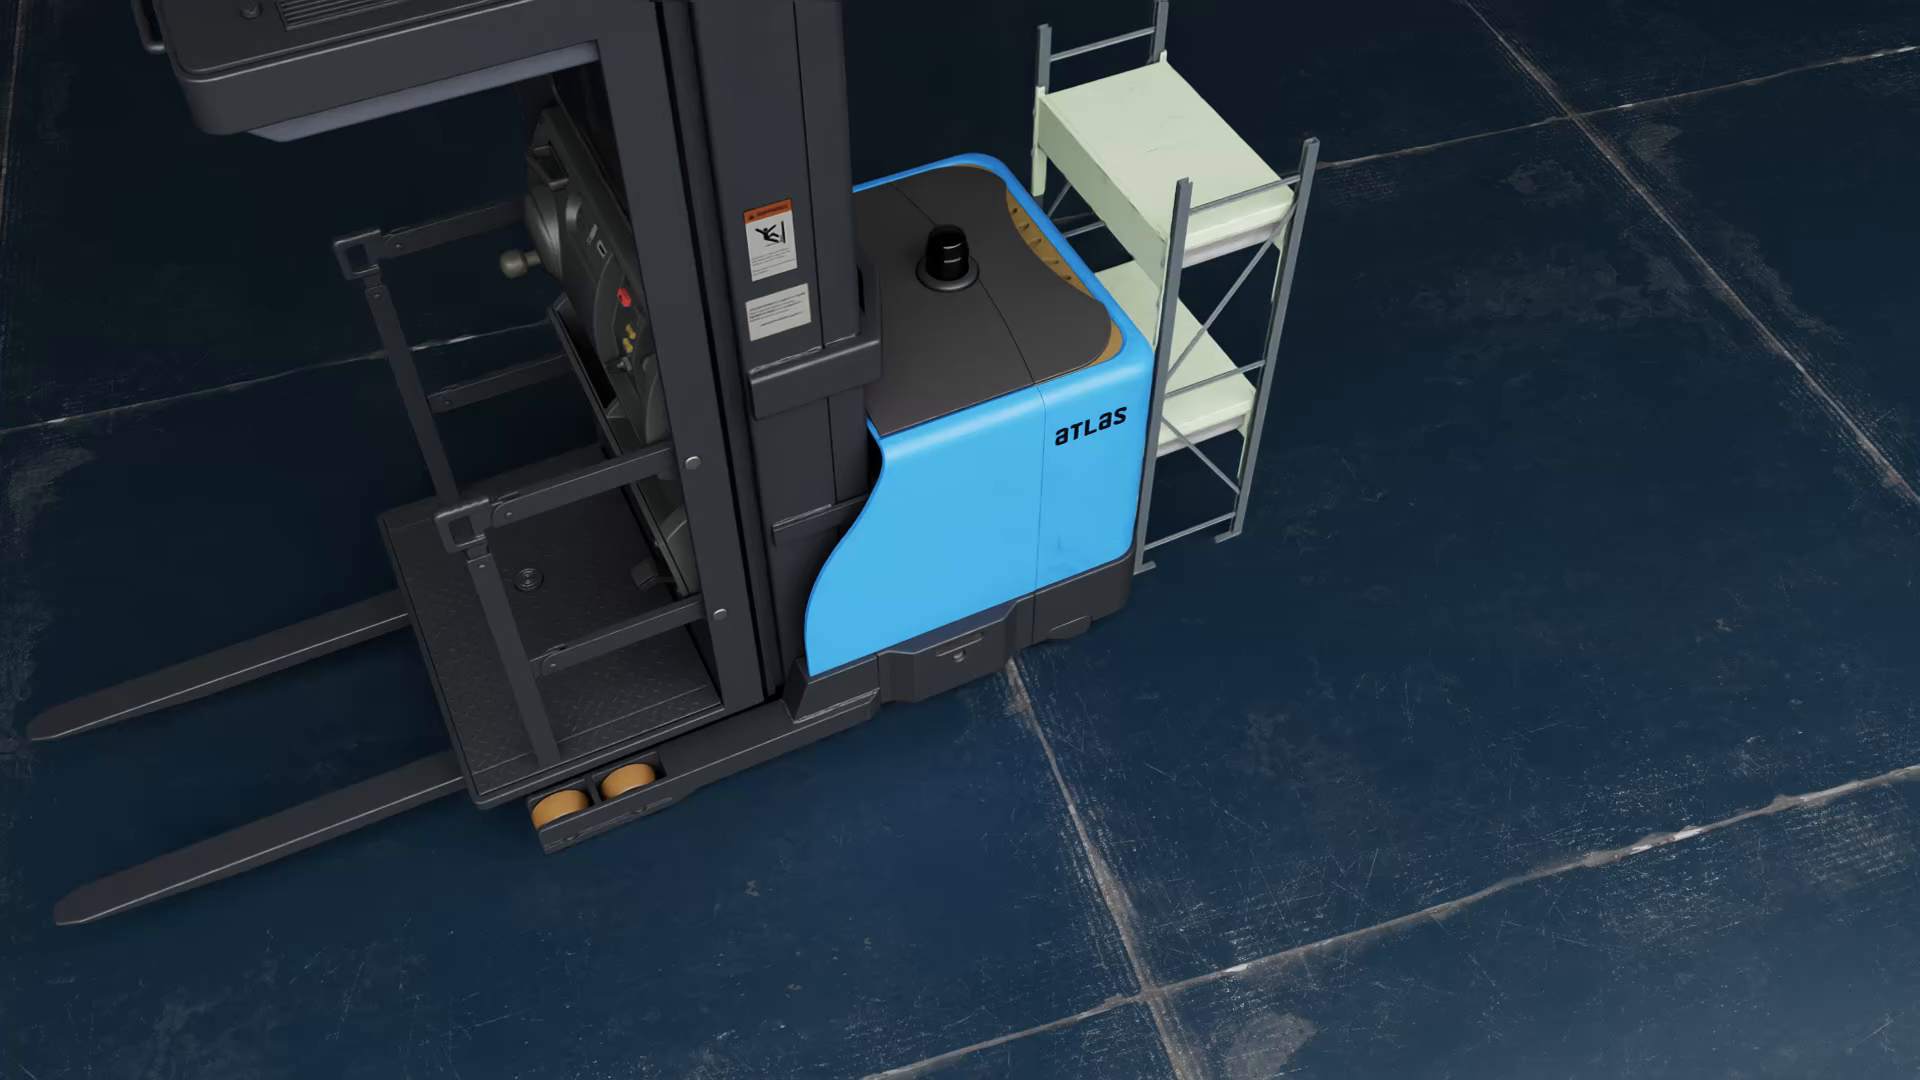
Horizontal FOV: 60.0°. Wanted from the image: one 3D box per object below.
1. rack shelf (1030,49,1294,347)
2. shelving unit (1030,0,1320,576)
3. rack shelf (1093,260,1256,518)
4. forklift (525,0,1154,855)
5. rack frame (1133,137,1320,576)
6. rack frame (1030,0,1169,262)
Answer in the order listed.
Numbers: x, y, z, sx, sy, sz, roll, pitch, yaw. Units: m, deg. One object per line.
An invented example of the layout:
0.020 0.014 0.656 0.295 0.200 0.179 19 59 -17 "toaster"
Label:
0.548 -0.948 4.557 0.431 0.370 0.720 -20 53 -16 "rack shelf"
0.548 -0.696 4.855 0.431 1.500 0.755 -20 53 -16 "shelving unit"
0.547 -0.486 5.105 0.431 0.370 0.720 -20 53 -16 "rack shelf"
-1.039 -0.572 3.815 3.031 2.935 1.130 -20 53 -16 "forklift"
0.707 -0.444 4.643 0.400 1.500 0.023 -20 53 -16 "rack frame"
0.389 -0.948 5.068 0.400 1.500 0.023 -20 53 -16 "rack frame"
